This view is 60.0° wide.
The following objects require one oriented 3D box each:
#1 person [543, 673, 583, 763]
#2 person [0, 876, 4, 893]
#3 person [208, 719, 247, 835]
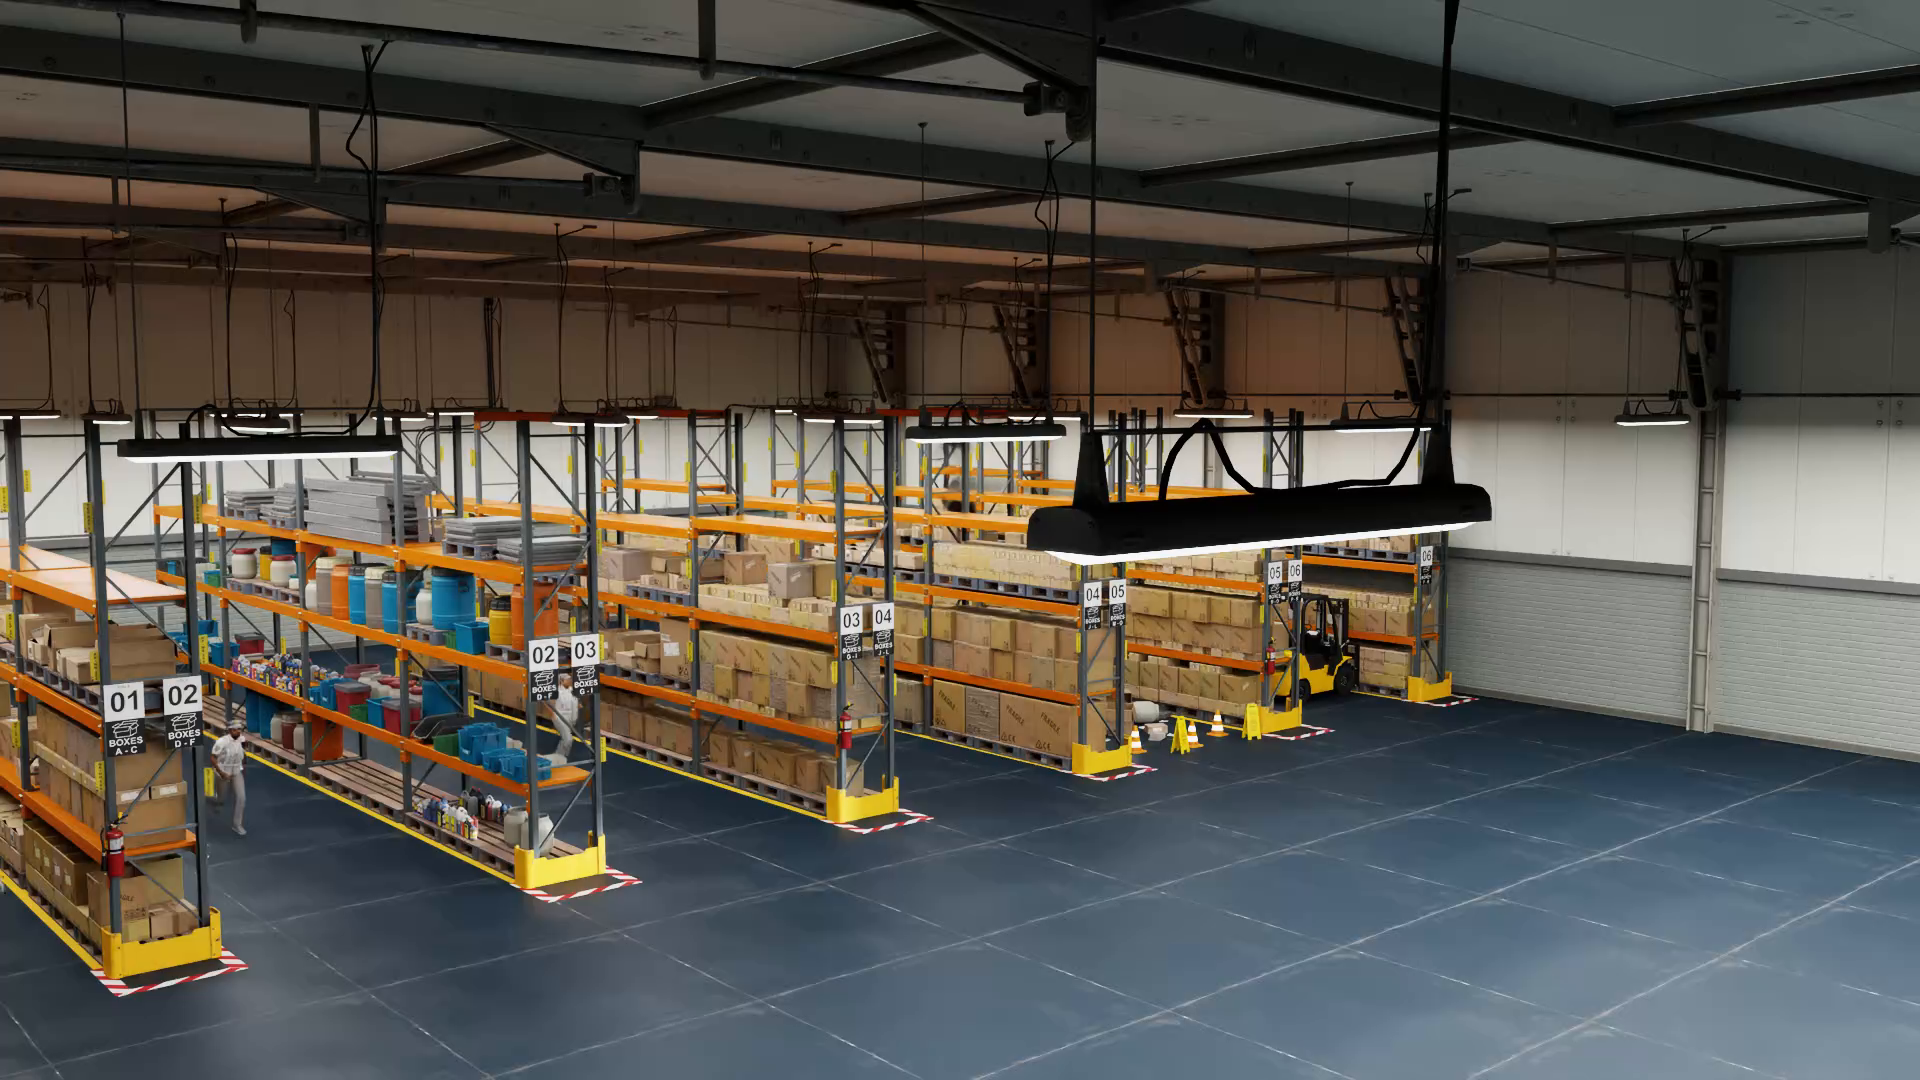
[{"bbox_3d":[-6.637,3.063,27.976,0.721,1.711,0.581,4,6,35],"label":"person"},{"bbox_3d":[-10.895,3.890,18.383,0.611,1.654,0.609,3,6,30],"label":"person"},{"bbox_3d":[-10.644,3.409,24.181,0.937,1.682,0.570,4,7,40],"label":"person"}]
